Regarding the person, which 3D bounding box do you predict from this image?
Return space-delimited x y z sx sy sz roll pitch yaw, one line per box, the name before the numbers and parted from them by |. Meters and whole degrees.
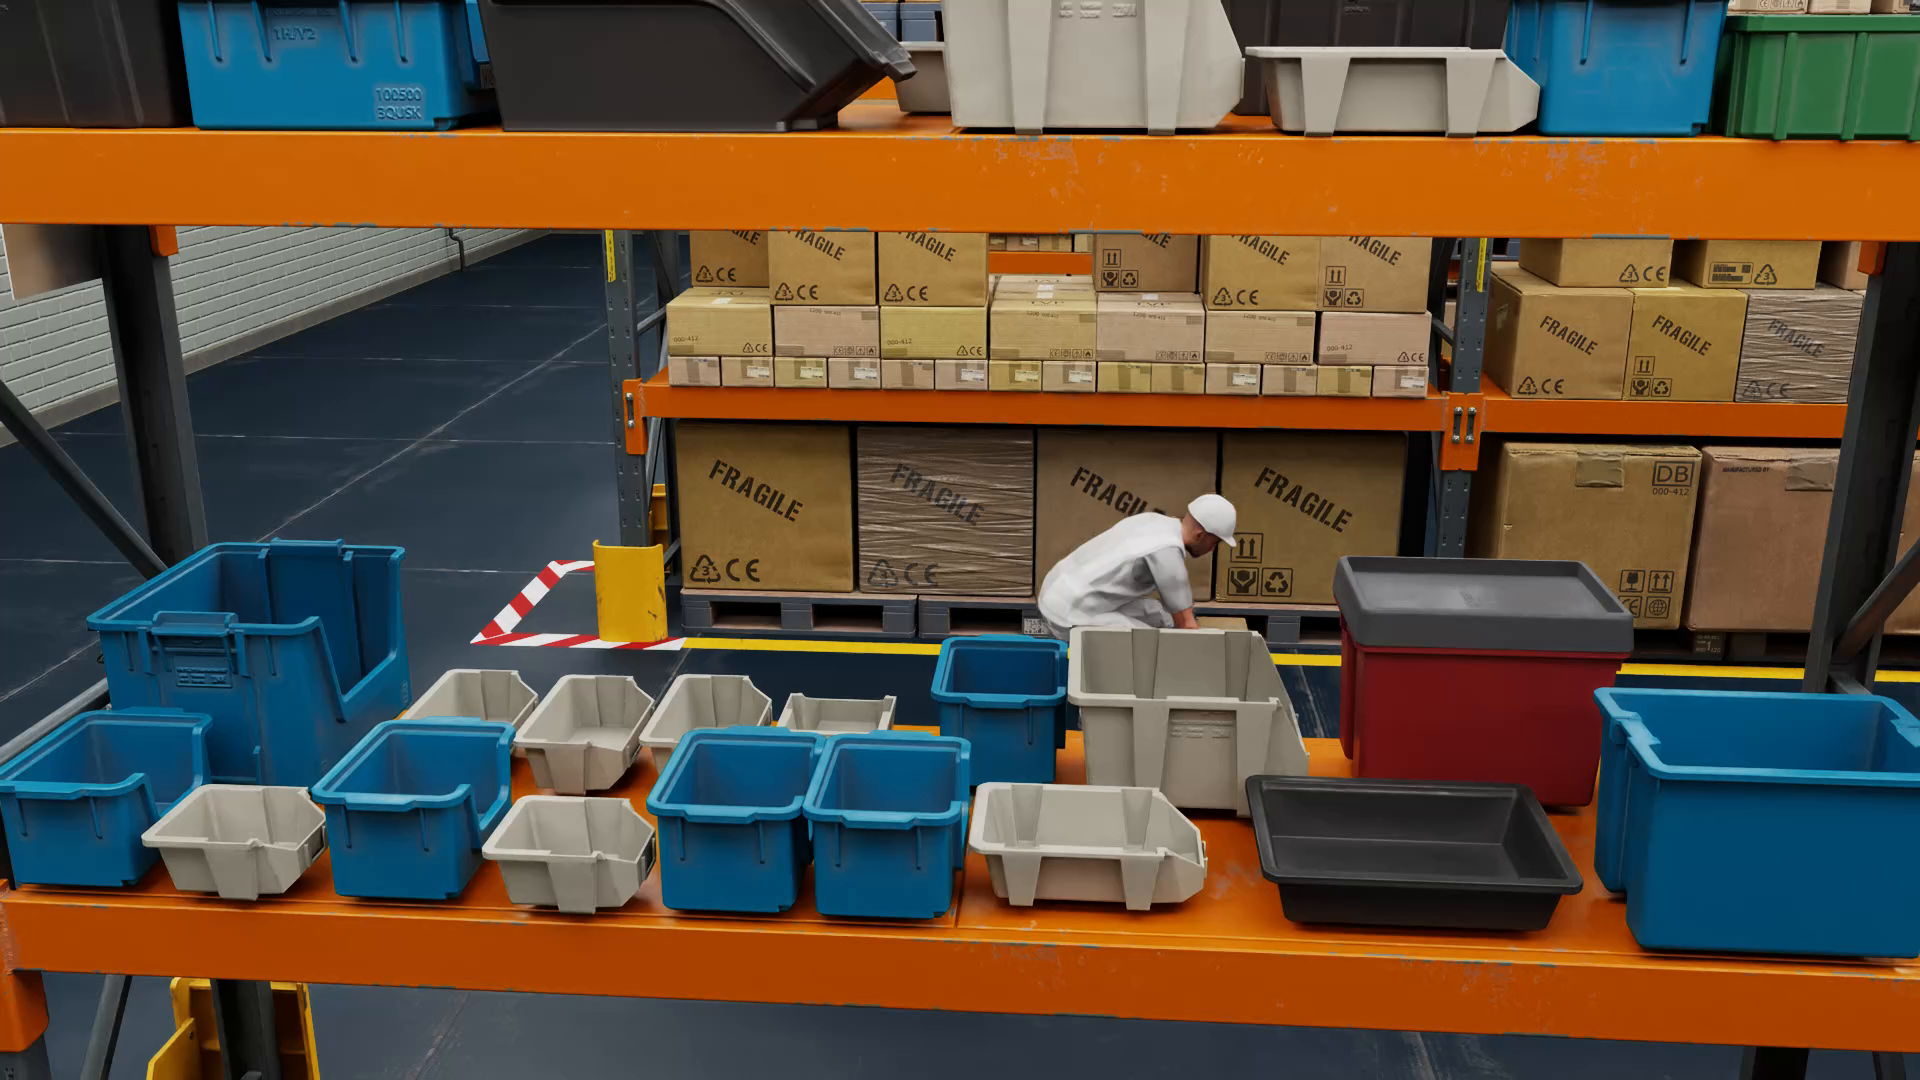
person | 0.779 0.302 7.306 0.873 1.040 0.575 1 17 4
